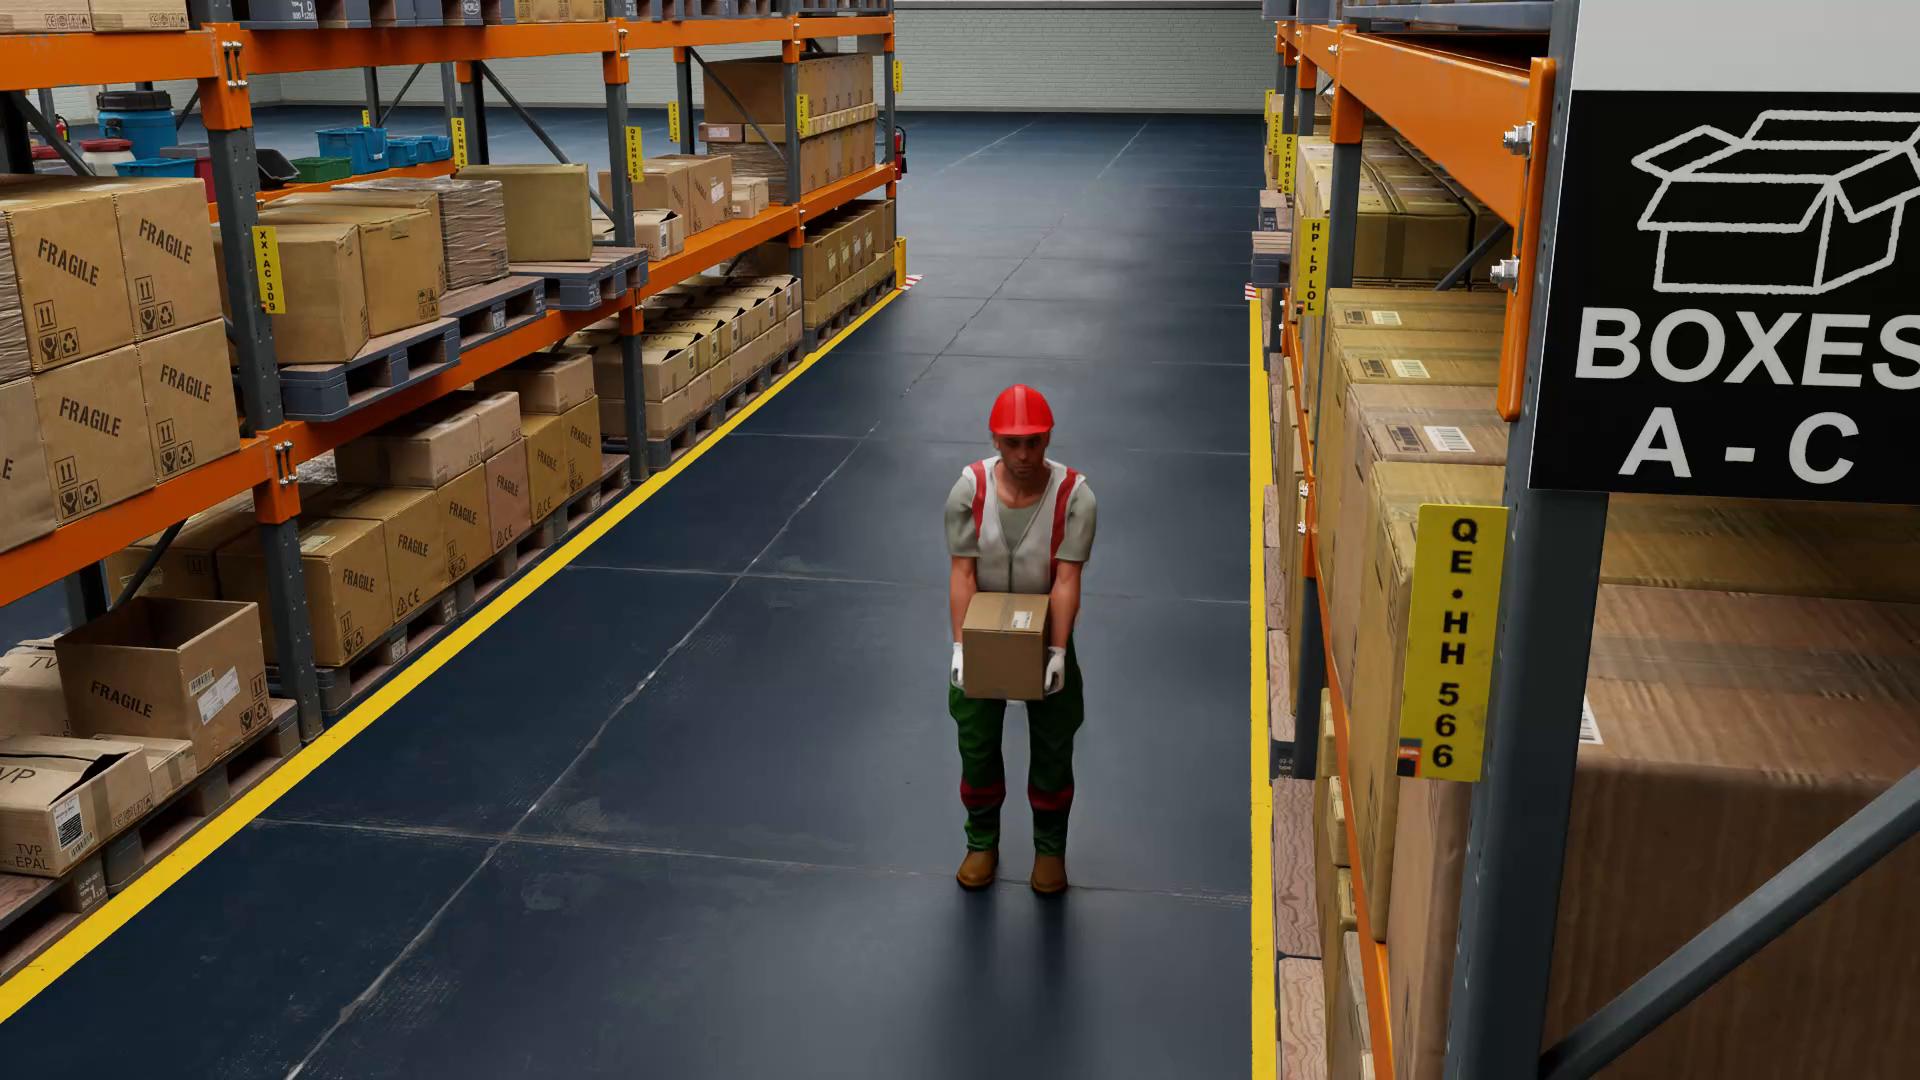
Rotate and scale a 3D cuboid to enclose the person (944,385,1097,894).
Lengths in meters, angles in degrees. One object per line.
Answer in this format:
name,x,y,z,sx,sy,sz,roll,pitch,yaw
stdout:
person,0.182,0.347,5.469,0.469,1.760,0.583,2,18,8
